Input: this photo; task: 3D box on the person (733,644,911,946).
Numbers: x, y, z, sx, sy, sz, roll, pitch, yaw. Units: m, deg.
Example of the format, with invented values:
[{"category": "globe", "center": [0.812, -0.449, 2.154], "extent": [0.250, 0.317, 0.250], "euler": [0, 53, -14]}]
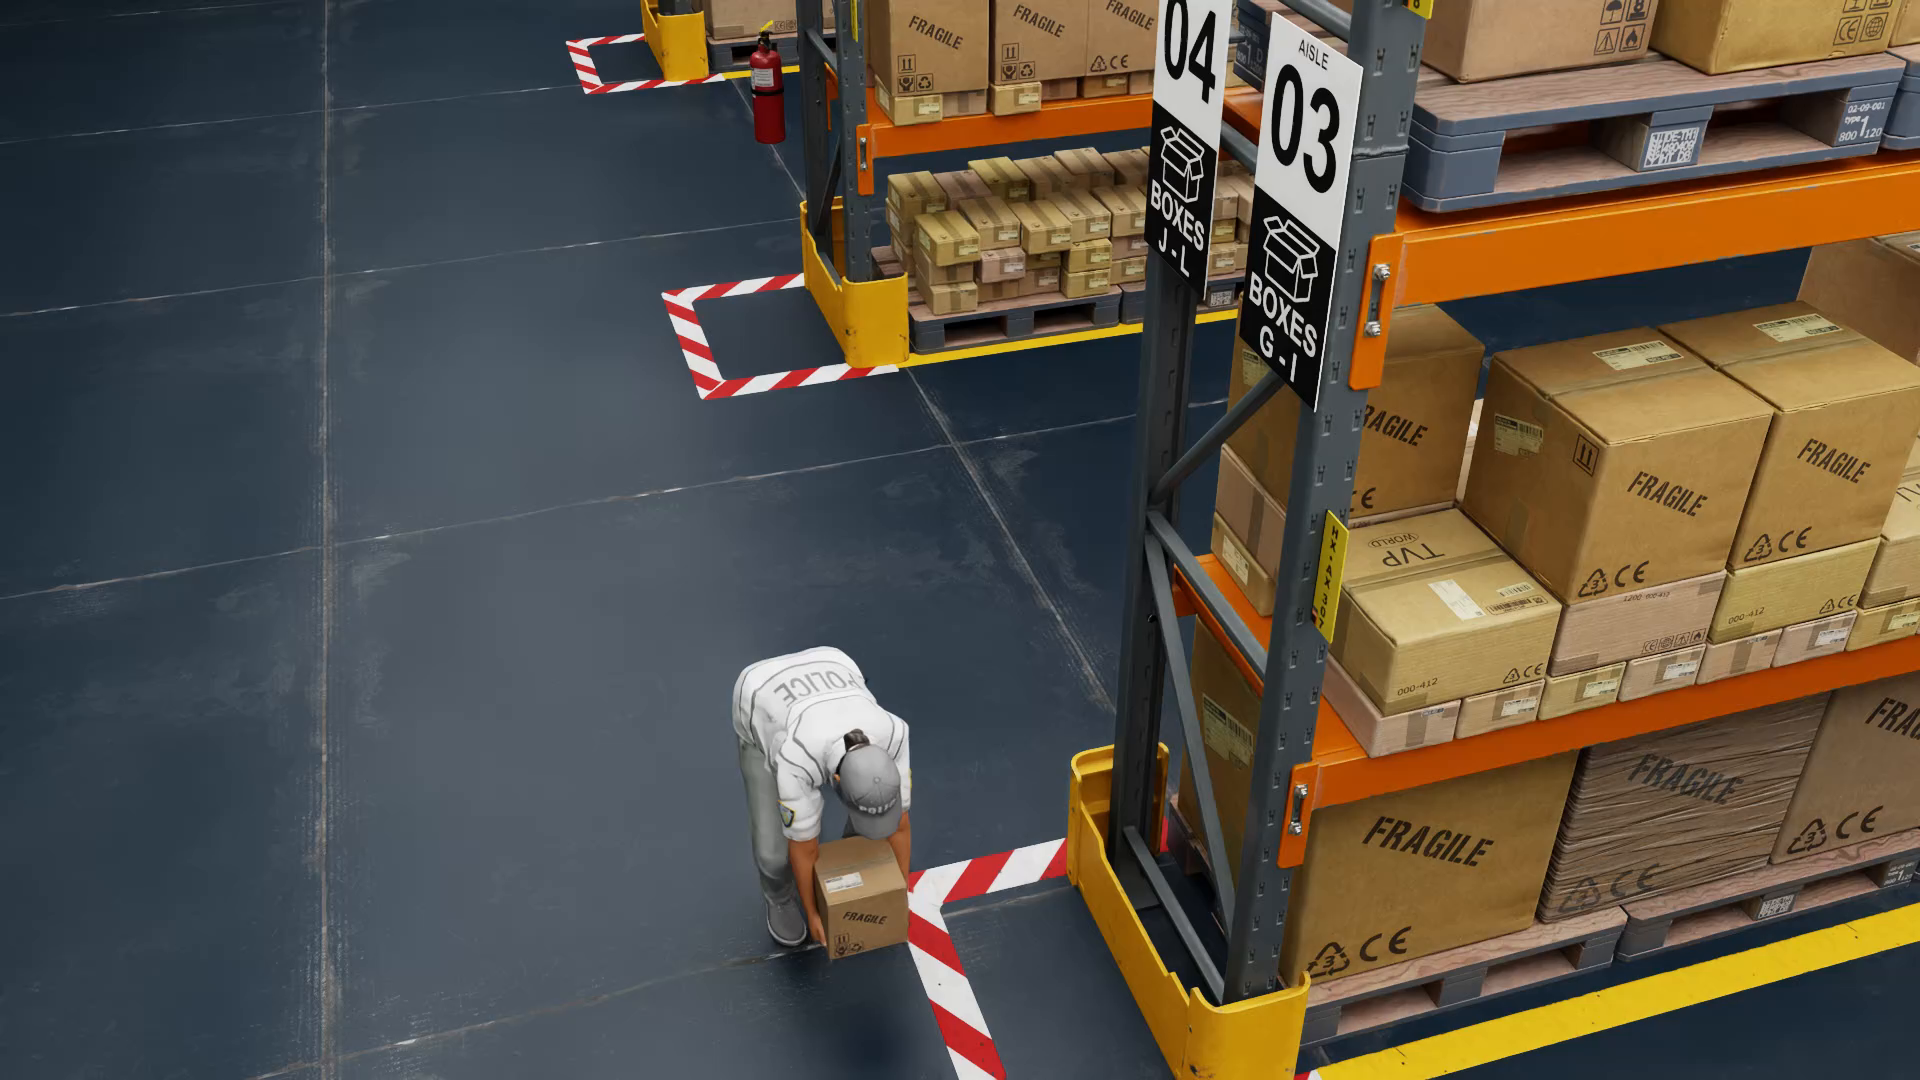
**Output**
[{"category": "person", "center": [-0.414, 0.876, 5.287], "extent": [0.475, 1.176, 0.906], "euler": [-13, 36, -18]}]
